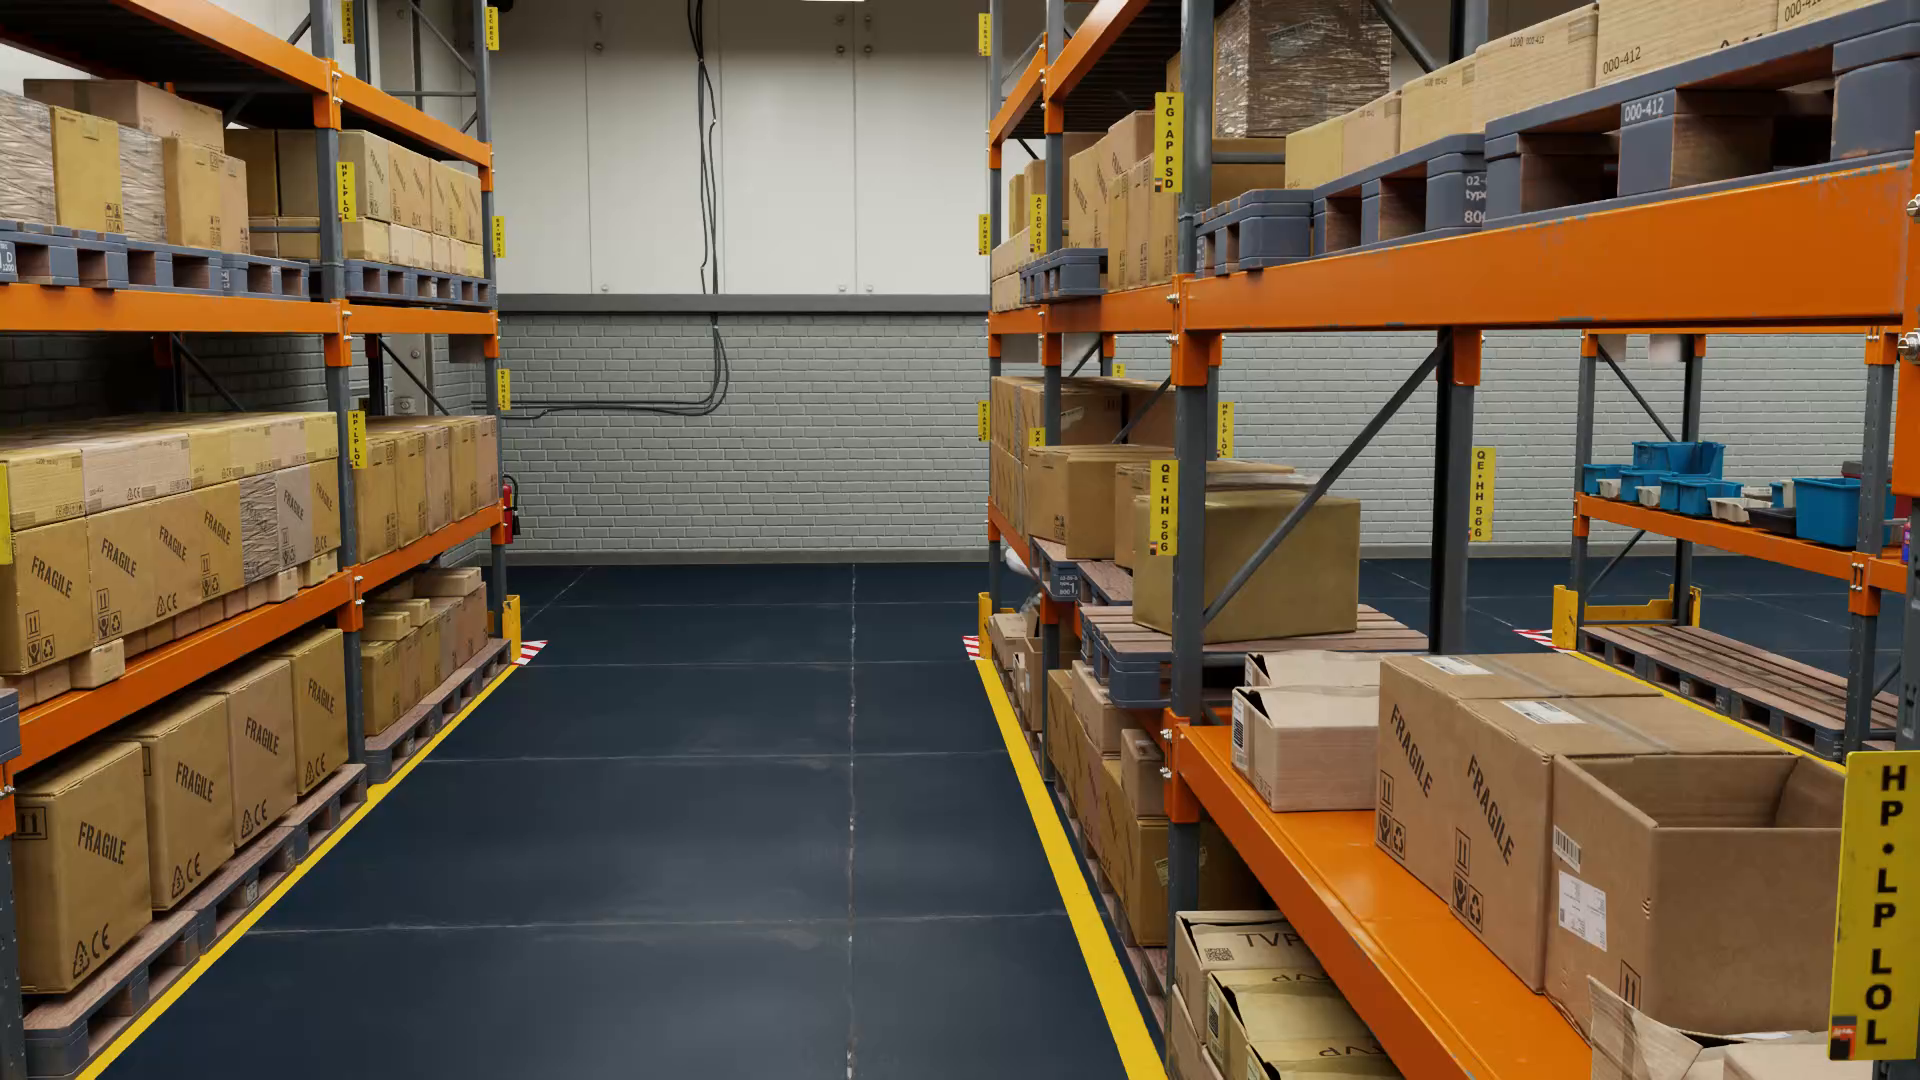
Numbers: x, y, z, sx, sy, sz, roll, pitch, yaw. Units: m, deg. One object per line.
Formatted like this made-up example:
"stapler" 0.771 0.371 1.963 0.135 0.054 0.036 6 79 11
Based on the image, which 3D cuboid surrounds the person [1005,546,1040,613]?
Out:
"person" 0.861 0.246 15.593 0.876 0.981 0.458 -1 7 -5
